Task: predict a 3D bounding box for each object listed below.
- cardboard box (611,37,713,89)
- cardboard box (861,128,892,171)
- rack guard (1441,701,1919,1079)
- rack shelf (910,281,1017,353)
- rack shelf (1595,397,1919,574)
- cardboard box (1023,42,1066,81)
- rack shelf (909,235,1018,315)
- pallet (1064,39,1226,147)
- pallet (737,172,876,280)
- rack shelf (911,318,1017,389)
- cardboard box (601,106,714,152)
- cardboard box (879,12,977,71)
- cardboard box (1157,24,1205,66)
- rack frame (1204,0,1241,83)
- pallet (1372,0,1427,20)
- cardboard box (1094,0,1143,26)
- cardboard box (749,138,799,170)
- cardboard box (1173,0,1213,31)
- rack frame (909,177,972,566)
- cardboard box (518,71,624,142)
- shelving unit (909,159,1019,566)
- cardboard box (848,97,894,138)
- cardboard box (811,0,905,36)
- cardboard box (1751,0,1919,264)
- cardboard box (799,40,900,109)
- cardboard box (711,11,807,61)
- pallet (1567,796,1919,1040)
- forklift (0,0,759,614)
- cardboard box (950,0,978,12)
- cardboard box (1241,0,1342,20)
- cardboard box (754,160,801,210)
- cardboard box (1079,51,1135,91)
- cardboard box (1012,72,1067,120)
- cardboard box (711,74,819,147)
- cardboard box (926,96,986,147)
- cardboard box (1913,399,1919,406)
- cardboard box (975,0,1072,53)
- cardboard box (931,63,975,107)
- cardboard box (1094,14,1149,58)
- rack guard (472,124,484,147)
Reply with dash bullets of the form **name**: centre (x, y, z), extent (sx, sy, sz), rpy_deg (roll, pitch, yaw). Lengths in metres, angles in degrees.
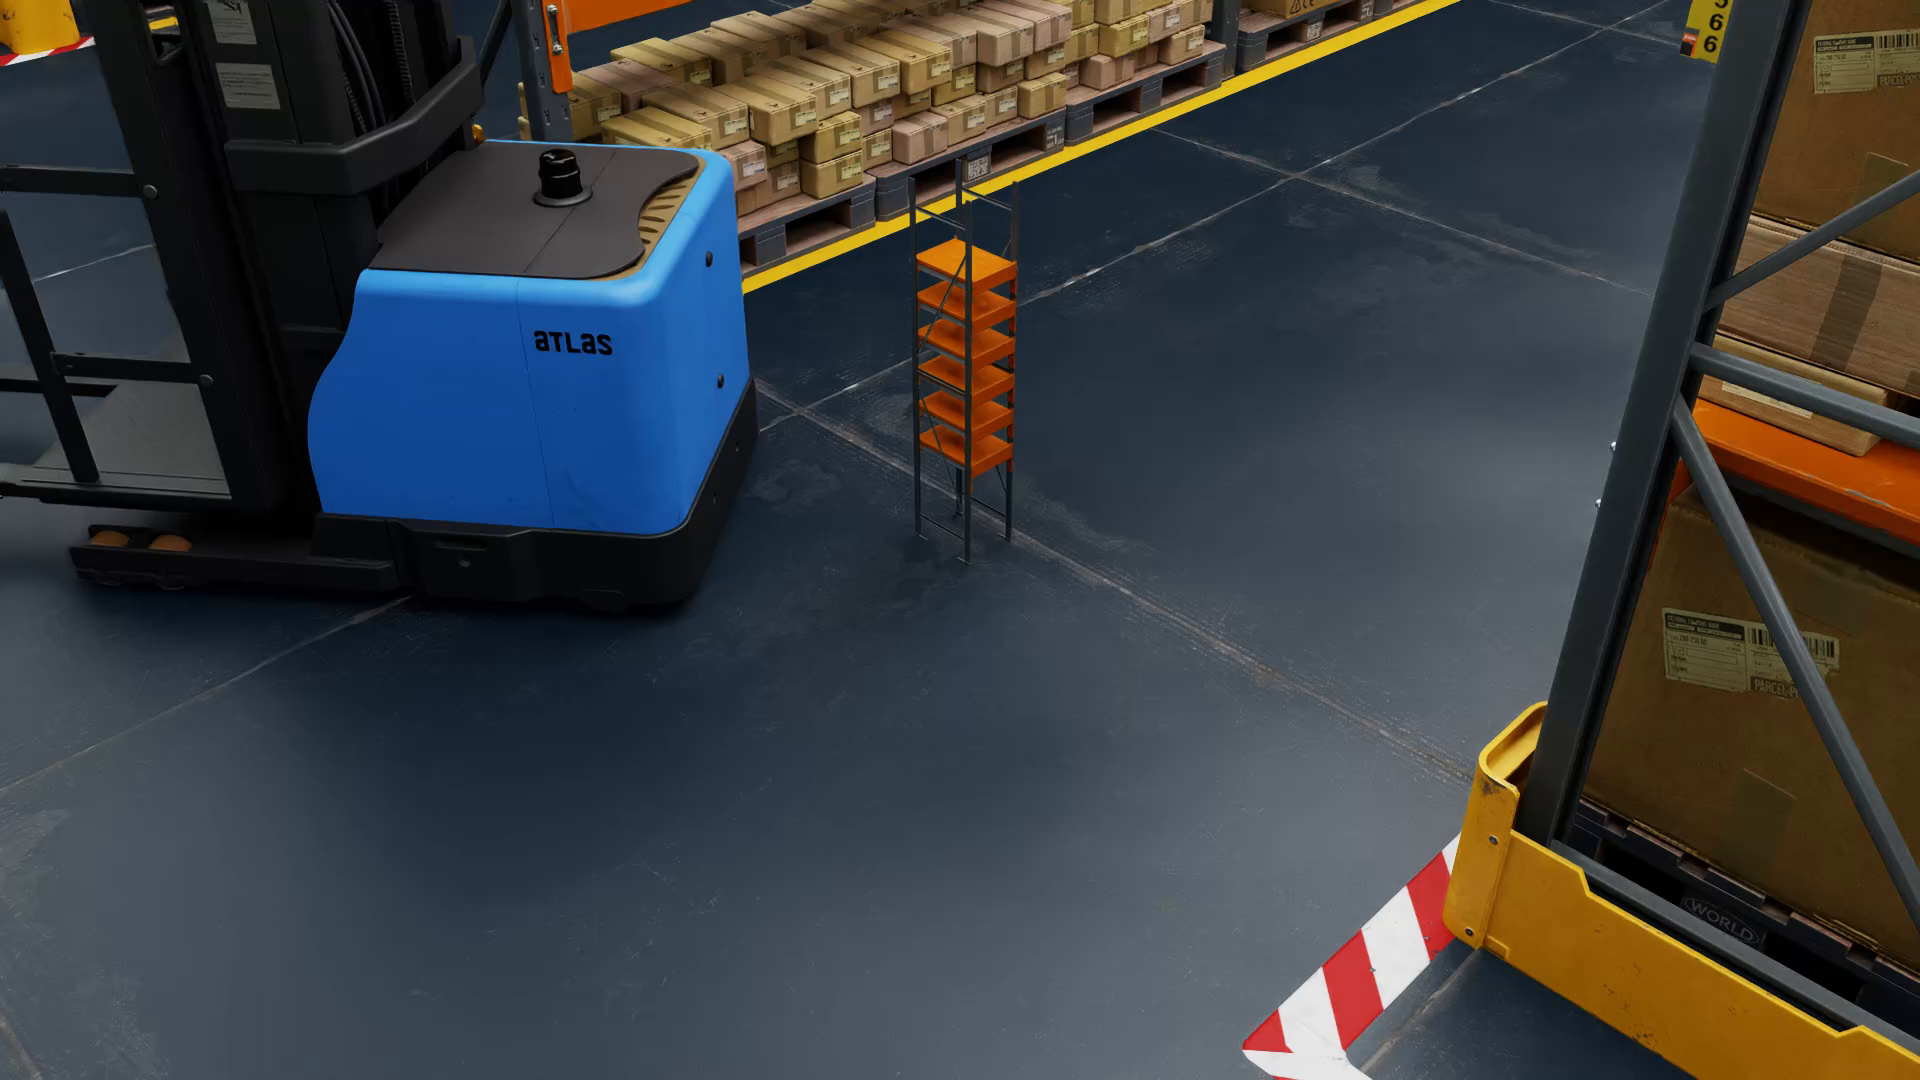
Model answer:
- **cardboard box**: centre (-1.274, -2.008, 7.112), extent (0.380, 0.149, 0.250), rpy_deg (29, 44, 34)
- **cardboard box**: centre (-0.514, -1.739, 7.247), extent (0.380, 0.149, 0.250), rpy_deg (30, 45, 35)
- **rack guard**: centre (1.655, 0.867, 3.570), extent (1.175, 0.500, 0.348), rpy_deg (30, 45, 35)
- **rack shelf**: centre (0.010, -0.658, 4.803), extent (0.258, 0.103, 0.180), rpy_deg (30, 45, 35)
- **rack shelf**: centre (3.081, -0.685, 4.239), extent (1.077, 0.370, 4.000), rpy_deg (30, 45, 35)
- **cardboard box**: centre (0.275, -2.297, 7.786), extent (0.250, 0.149, 0.380), rpy_deg (-29, 44, -35)
- **rack shelf**: centre (0.010, -0.757, 4.735), extent (0.258, 0.103, 0.180), rpy_deg (30, 45, 35)
- **pallet**: centre (0.593, -2.402, 8.509), extent (1.003, 0.211, 1.213), rpy_deg (30, 45, 35)
- **pallet**: centre (-1.126, -1.411, 7.089), extent (1.003, 0.211, 1.213), rpy_deg (30, 45, 35)
- **rack shelf**: centre (0.010, -0.560, 4.872), extent (0.258, 0.103, 0.180), rpy_deg (30, 45, 35)
- **cardboard box**: centre (-1.167, -1.531, 6.428), extent (0.380, 0.149, 0.250), rpy_deg (27, 43, 33)
- **cardboard box**: centre (-0.144, -2.214, 7.407), extent (0.380, 0.149, 0.250), rpy_deg (30, 45, 35)
- **cardboard box**: centre (1.007, -2.539, 8.393), extent (0.250, 0.149, 0.380), rpy_deg (-29, 44, -35)
- **rack frame**: centre (1.041, -3.832, 8.123), extent (1.000, 3.000, 0.127), rpy_deg (30, 45, 35)
- **pallet**: centre (2.448, -3.503, 10.088), extent (1.003, 0.211, 1.213), rpy_deg (30, 45, 35)
- **cardboard box**: centre (0.653, -2.606, 7.970), extent (0.380, 0.149, 0.250), rpy_deg (29, 44, 35)
- **cardboard box**: centre (-0.883, -1.666, 6.882), extent (0.250, 0.149, 0.380), rpy_deg (-29, 44, -35)
- **cardboard box**: centre (1.045, -2.701, 8.366), extent (0.250, 0.149, 0.380), rpy_deg (-29, 44, -35)
- **rack frame**: centre (-0.054, -0.461, 4.862), extent (0.240, 1.200, 0.006), rpy_deg (30, 45, 35)
- **cardboard box**: centre (-1.584, -1.772, 6.774), extent (0.250, 0.149, 0.380), rpy_deg (-29, 44, -35)
- **shelving unit**: centre (0.010, -0.498, 4.915), extent (0.258, 1.200, 0.189), rpy_deg (30, 45, 35)
- **cardboard box**: centre (-0.506, -1.872, 7.178), extent (0.380, 0.149, 0.250), rpy_deg (27, 43, 33)
- **cardboard box**: centre (-0.468, -2.399, 7.672), extent (0.250, 0.149, 0.380), rpy_deg (-30, 45, -35)
- **cardboard box**: centre (1.828, -0.840, 3.048), extent (0.500, 0.500, 0.500), rpy_deg (-29, 44, -35)
- **cardboard box**: centre (-0.471, -1.985, 7.079), extent (0.250, 0.149, 0.380), rpy_deg (-28, 44, -34)
- **cardboard box**: centre (-0.897, -2.219, 7.414), extent (0.250, 0.149, 0.380), rpy_deg (-28, 44, -34)
- **pallet**: centre (2.179, 0.619, 4.178), extent (1.003, 0.211, 1.213), rpy_deg (30, 45, 35)
- **forklift**: centre (-2.235, -1.346, 4.618), extent (3.031, 2.935, 1.130), rpy_deg (4, 35, 6)
- **cardboard box**: centre (-0.133, -2.627, 7.999), extent (0.250, 0.149, 0.380), rpy_deg (-29, 44, -35)
- **cardboard box**: centre (1.750, -3.172, 8.995), extent (0.500, 0.500, 0.500), rpy_deg (-28, 44, -34)
- **cardboard box**: centre (-0.884, -1.538, 6.958), extent (0.250, 0.149, 0.380), rpy_deg (-29, 44, -35)
- **cardboard box**: centre (0.624, -2.334, 8.099), extent (0.380, 0.149, 0.250), rpy_deg (28, 44, 34)
- **cardboard box**: centre (0.278, -2.118, 7.790), extent (0.380, 0.149, 0.250), rpy_deg (29, 44, 35)
- **cardboard box**: centre (-0.789, -1.742, 6.731), extent (0.380, 0.149, 0.250), rpy_deg (29, 44, 35)
- **cardboard box**: centre (-0.100, -1.928, 7.518), extent (0.380, 0.149, 0.250), rpy_deg (30, 45, 35)
- **cardboard box**: centre (1.871, -0.449, 3.491), extent (0.250, 0.149, 0.380), rpy_deg (-29, 44, -35)
- **cardboard box**: centre (0.290, -2.385, 7.653), extent (0.380, 0.149, 0.250), rpy_deg (27, 43, 33)
- **cardboard box**: centre (-0.147, -2.105, 7.511), extent (0.250, 0.149, 0.380), rpy_deg (-28, 43, -34)
- **cardboard box**: centre (0.687, -2.470, 8.035), extent (0.380, 0.149, 0.250), rpy_deg (28, 44, 34)
- **rack guard**: centre (-1.723, -1.214, 6.554), extent (1.175, 0.500, 0.348), rpy_deg (30, 45, 35)
